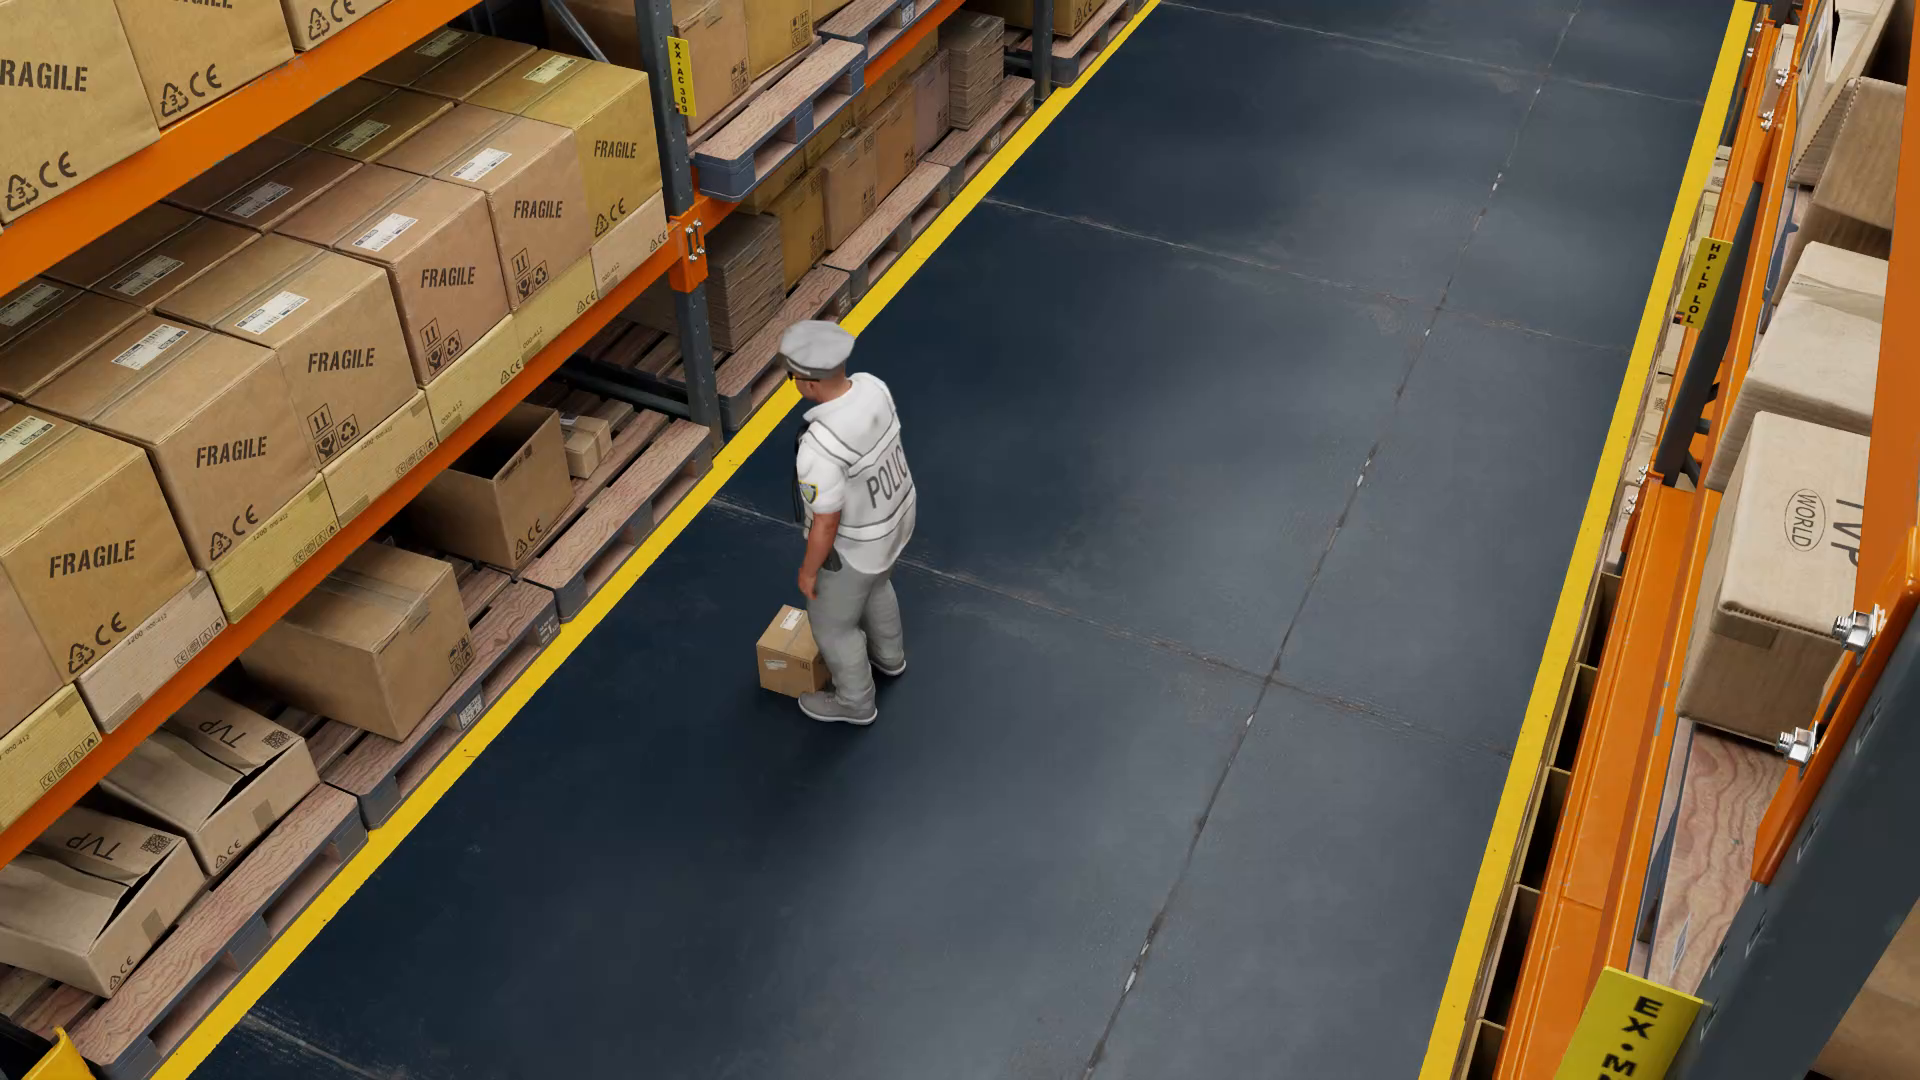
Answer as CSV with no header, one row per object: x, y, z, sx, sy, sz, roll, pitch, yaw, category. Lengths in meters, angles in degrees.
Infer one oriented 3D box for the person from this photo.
-0.399,-0.028,6.185,0.432,1.748,0.585,17,44,18,person
